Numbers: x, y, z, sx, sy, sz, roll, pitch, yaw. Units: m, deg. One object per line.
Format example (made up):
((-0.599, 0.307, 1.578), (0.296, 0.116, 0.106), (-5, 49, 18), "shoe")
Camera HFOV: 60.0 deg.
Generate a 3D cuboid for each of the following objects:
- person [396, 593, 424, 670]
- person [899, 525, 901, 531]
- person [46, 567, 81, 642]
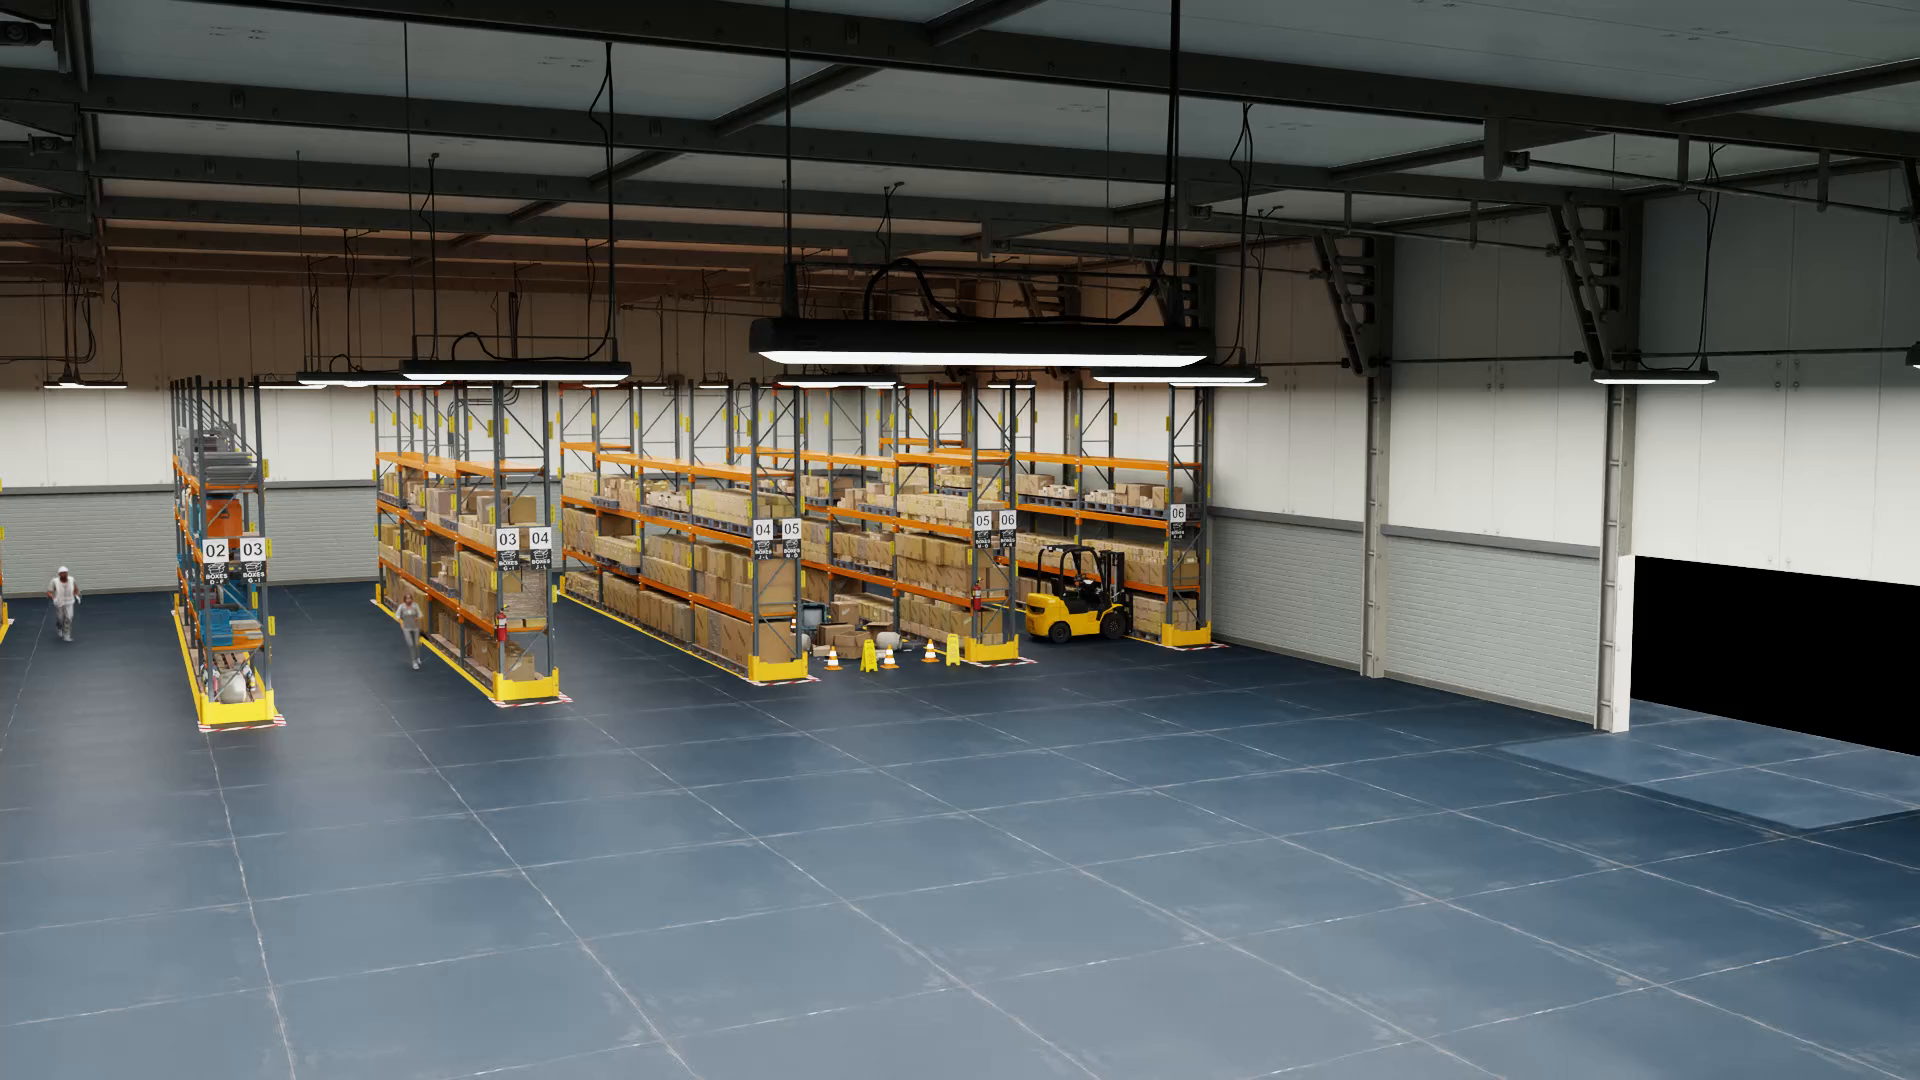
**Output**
((-11.362, 1.859, 34.382), (0.531, 1.561, 0.838), (-2, 6, -26), "person")
((-1.796, 0.428, 46.488), (0.721, 1.784, 0.865), (-5, 7, -42), "person")
((-20.657, 1.461, 38.293), (0.686, 1.729, 0.769), (-4, 6, -37), "person")
